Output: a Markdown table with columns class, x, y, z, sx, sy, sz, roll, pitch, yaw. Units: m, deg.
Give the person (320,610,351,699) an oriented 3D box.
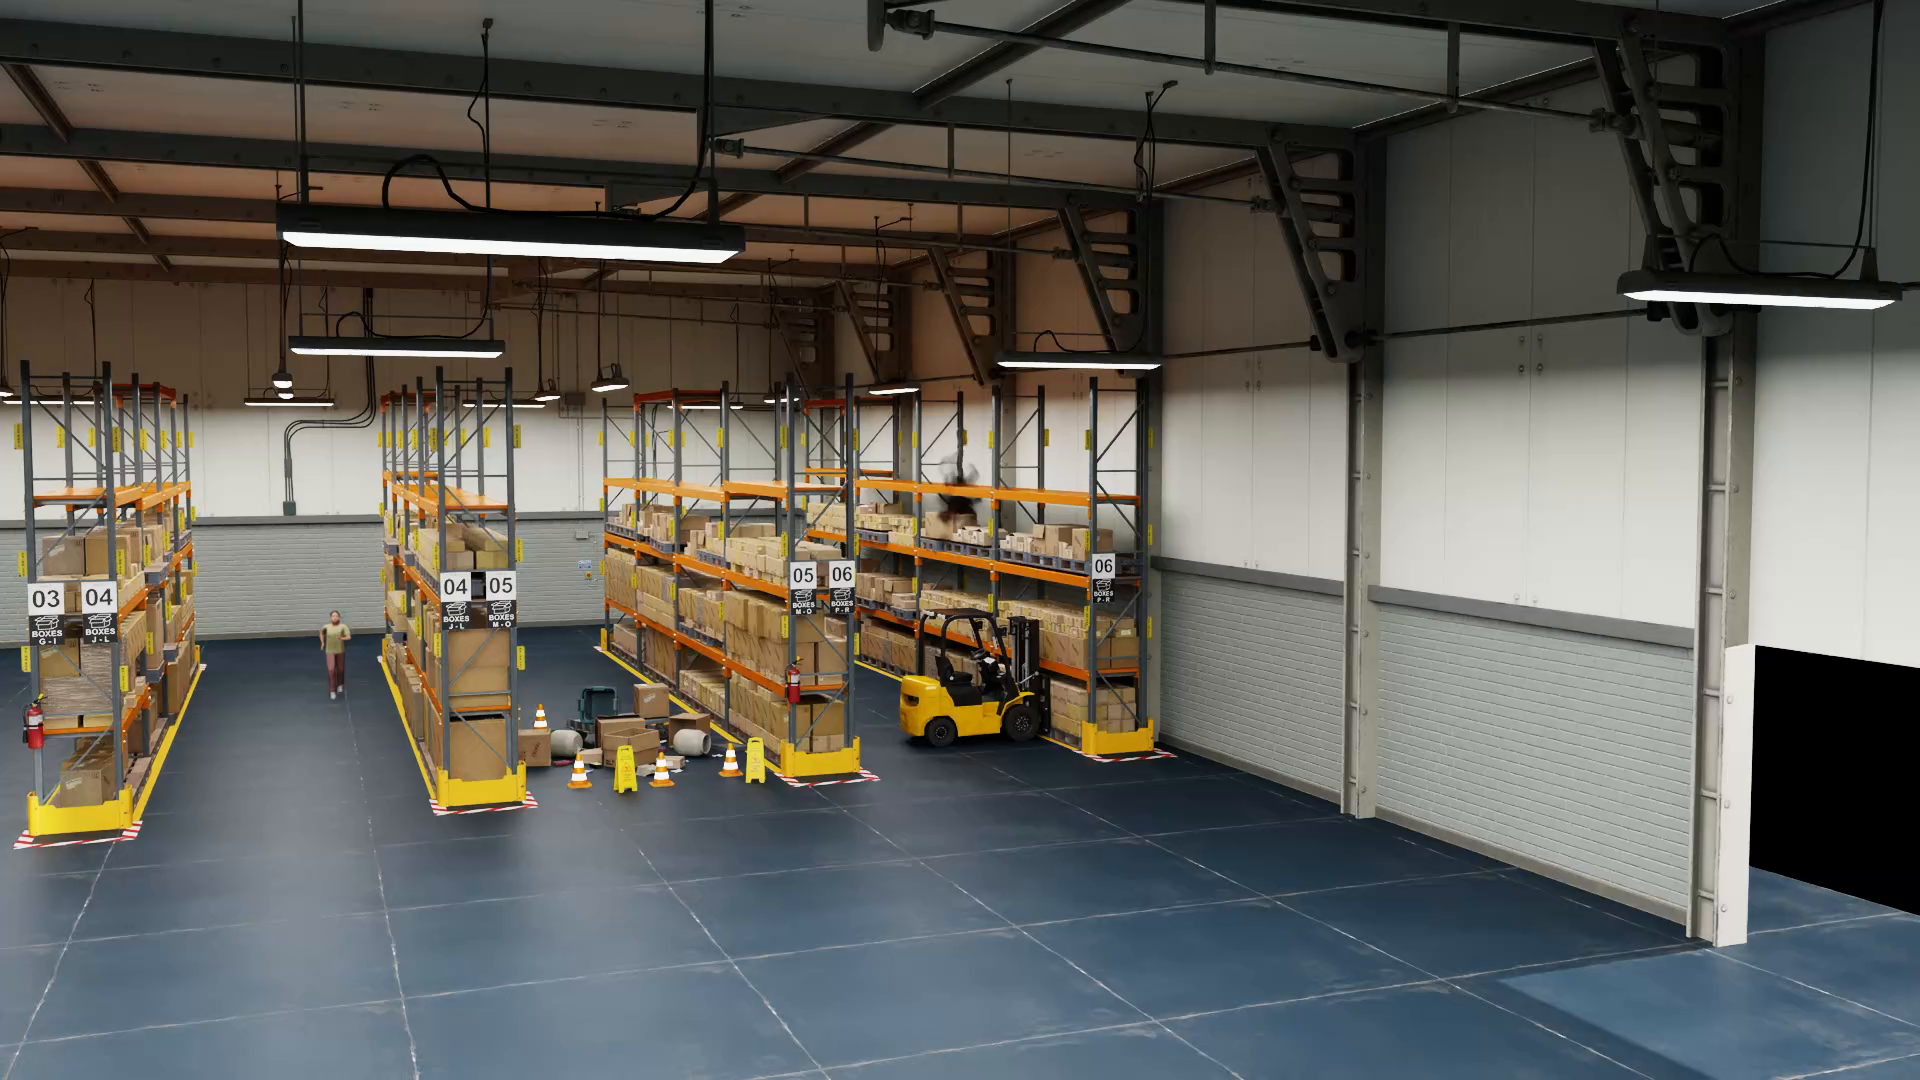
| class | x | y | z | sx | sy | sz | roll | pitch | yaw |
| --- | --- | --- | --- | --- | --- | --- | --- | --- | --- |
| person | -12.132 | 2.197 | 32.317 | 0.571 | 1.664 | 0.961 | -1 | 4 | -20 |
